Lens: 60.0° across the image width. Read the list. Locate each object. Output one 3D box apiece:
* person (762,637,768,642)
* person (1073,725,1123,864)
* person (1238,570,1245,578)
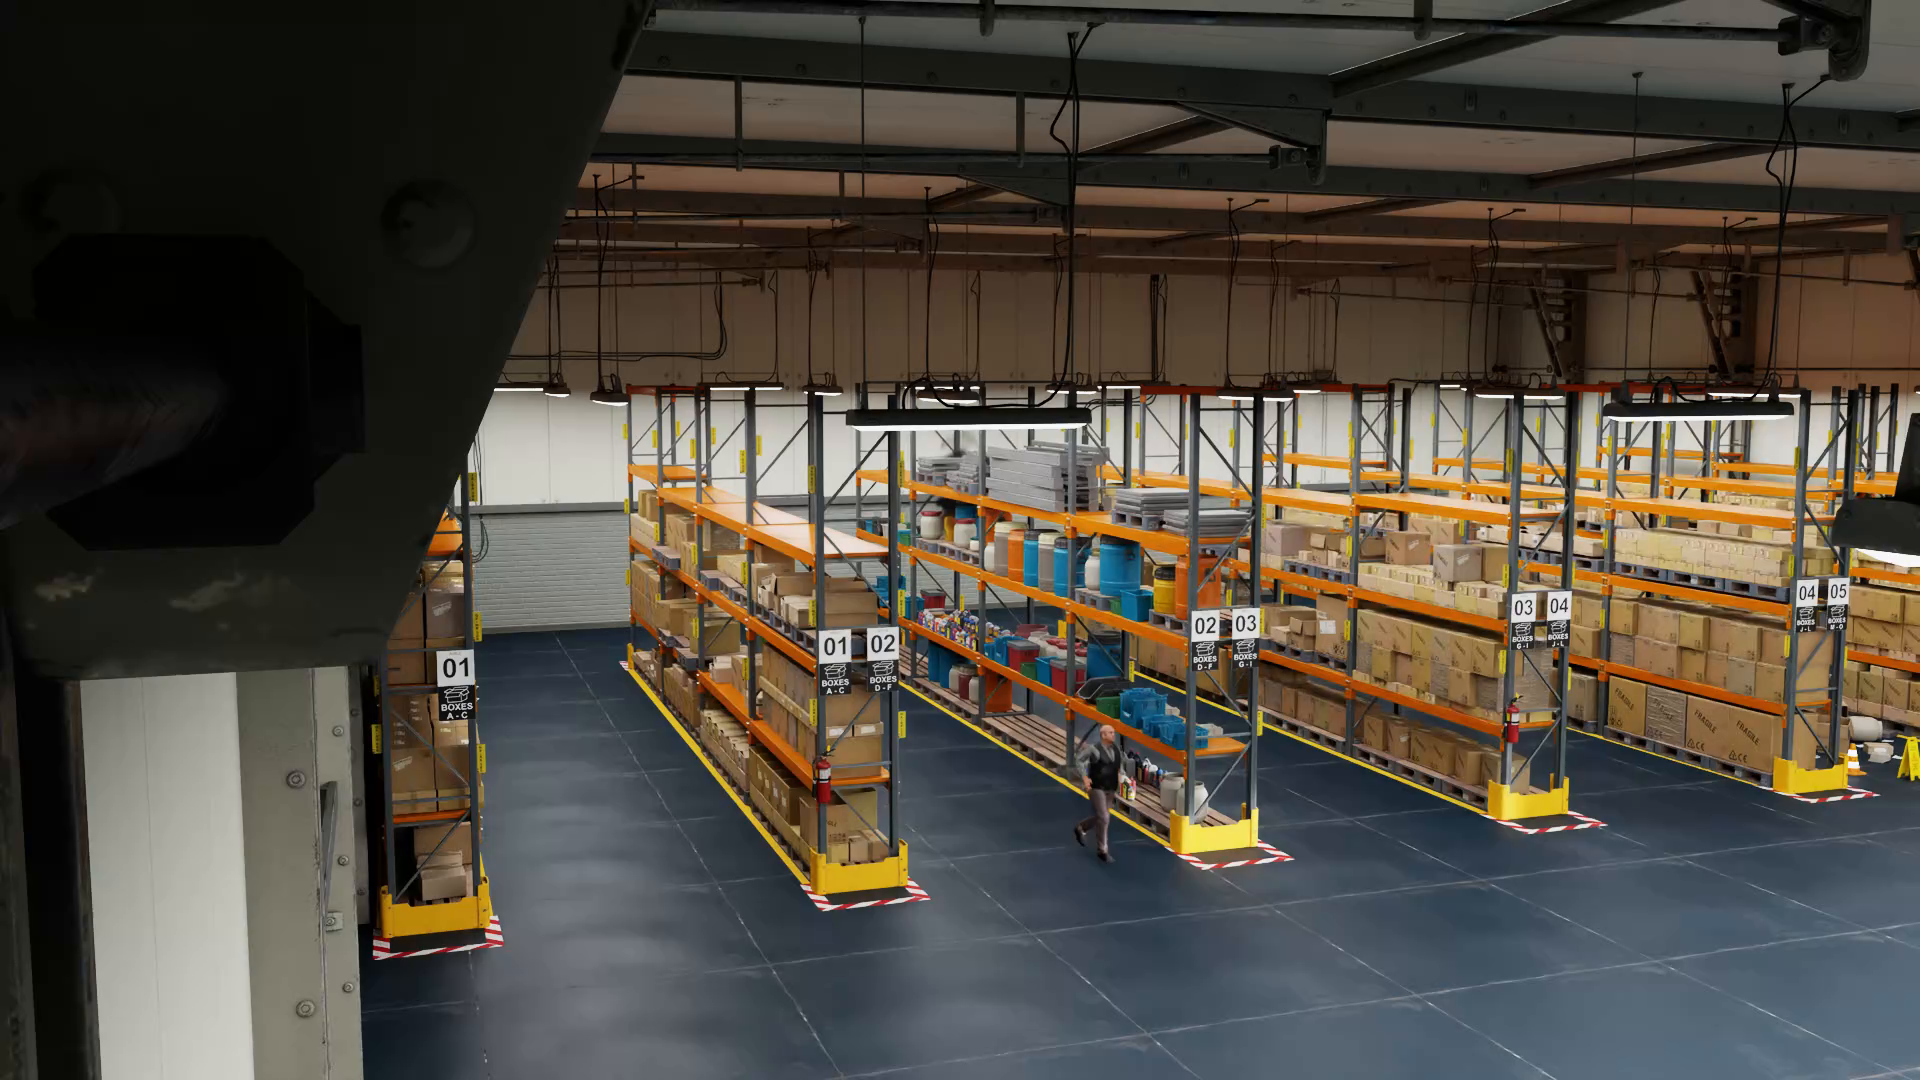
[{"bbox_3d":[-3.899,1.822,34.134,0.656,1.728,0.550,-4,7,-36],"label":"person"},{"bbox_3d":[1.844,3.264,21.665,0.685,1.735,0.885,-5,7,-38],"label":"person"},{"bbox_3d":[6.426,1.547,38.176,0.663,1.783,0.820,-1,6,-12],"label":"person"}]
